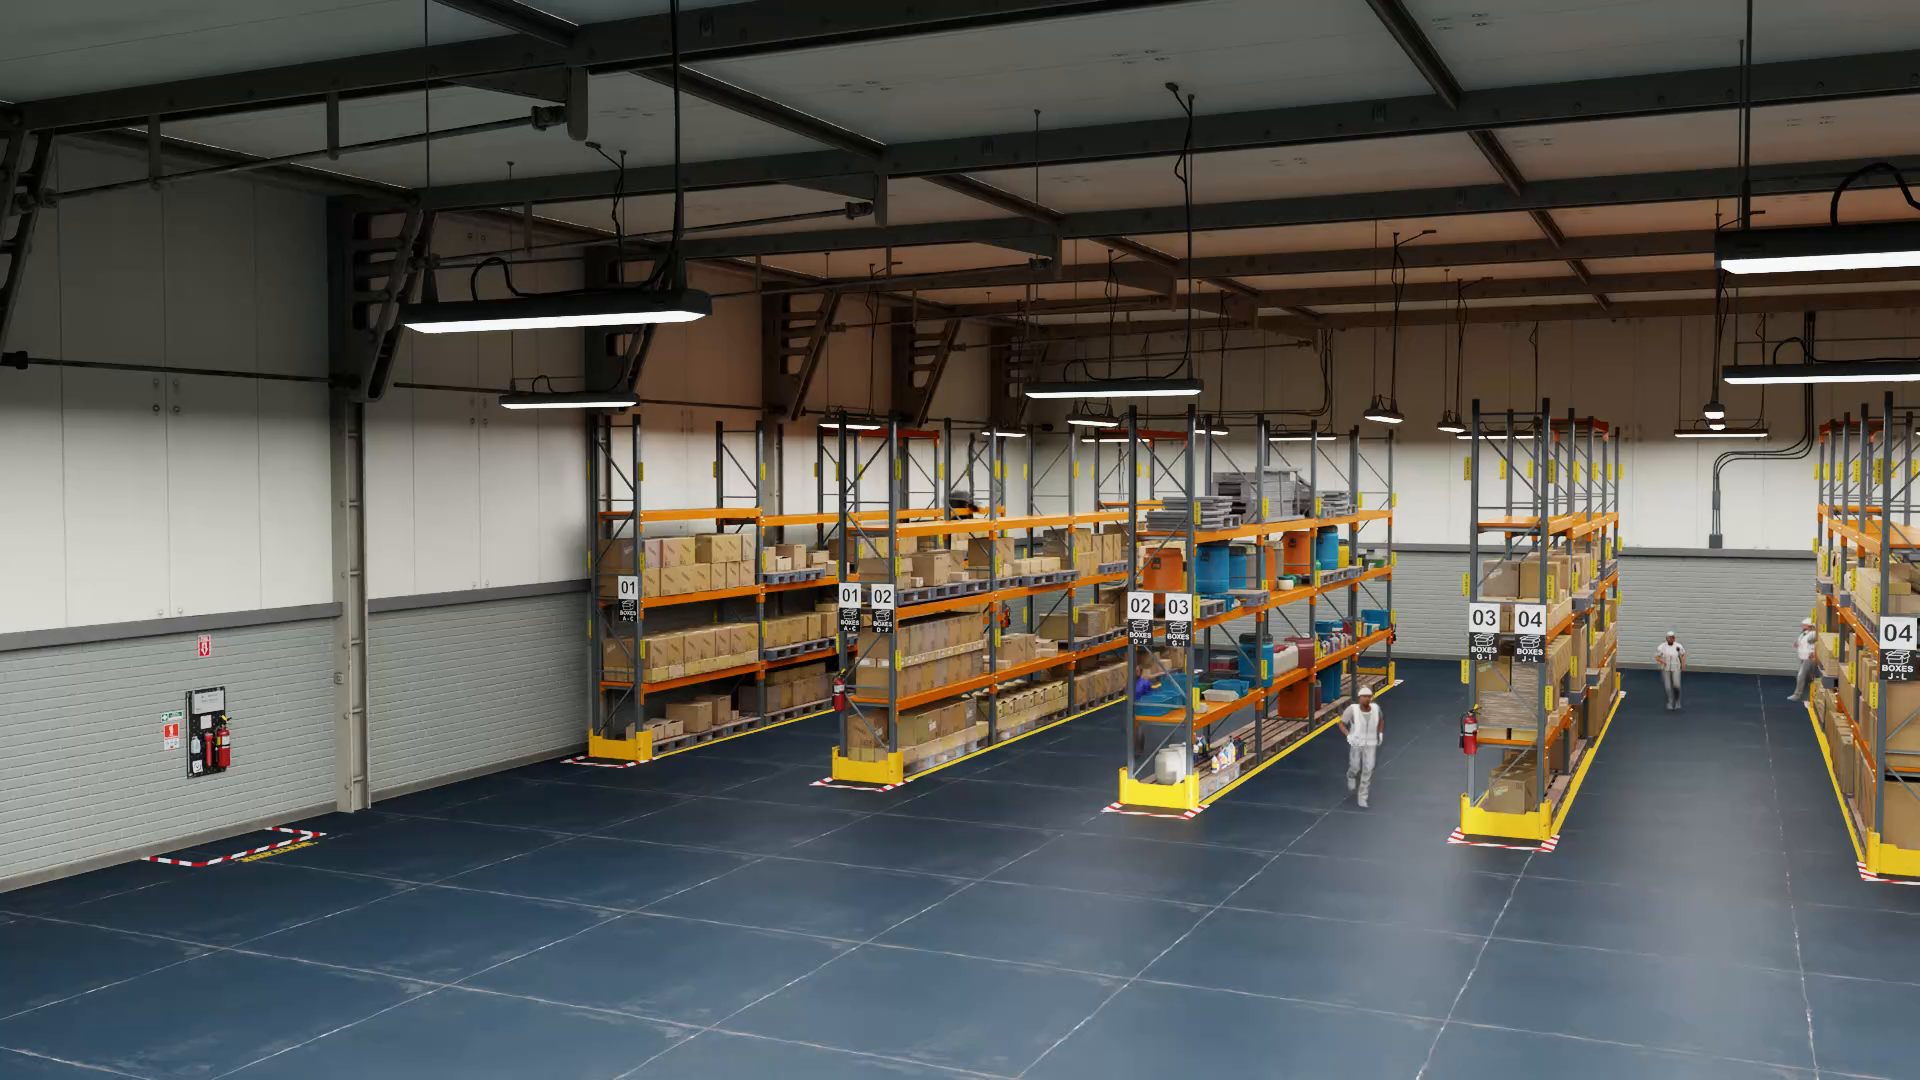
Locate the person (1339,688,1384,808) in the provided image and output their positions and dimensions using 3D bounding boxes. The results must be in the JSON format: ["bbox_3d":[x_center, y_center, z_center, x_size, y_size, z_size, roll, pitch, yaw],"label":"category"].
[{"bbox_3d":[6.079,3.097,25.143,0.706,1.766,0.892,0,2,-2],"label":"person"}]

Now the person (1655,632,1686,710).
[{"bbox_3d":[14.920,2.748,34.925,0.598,1.648,0.614,1,3,23],"label":"person"}]

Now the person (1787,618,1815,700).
[{"bbox_3d":[18.460,2.589,36.215,0.942,1.772,0.687,0,2,5],"label":"person"}]

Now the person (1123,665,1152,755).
[{"bbox_3d":[3.094,2.986,29.085,0.565,1.609,0.644,1,3,25],"label":"person"}]
